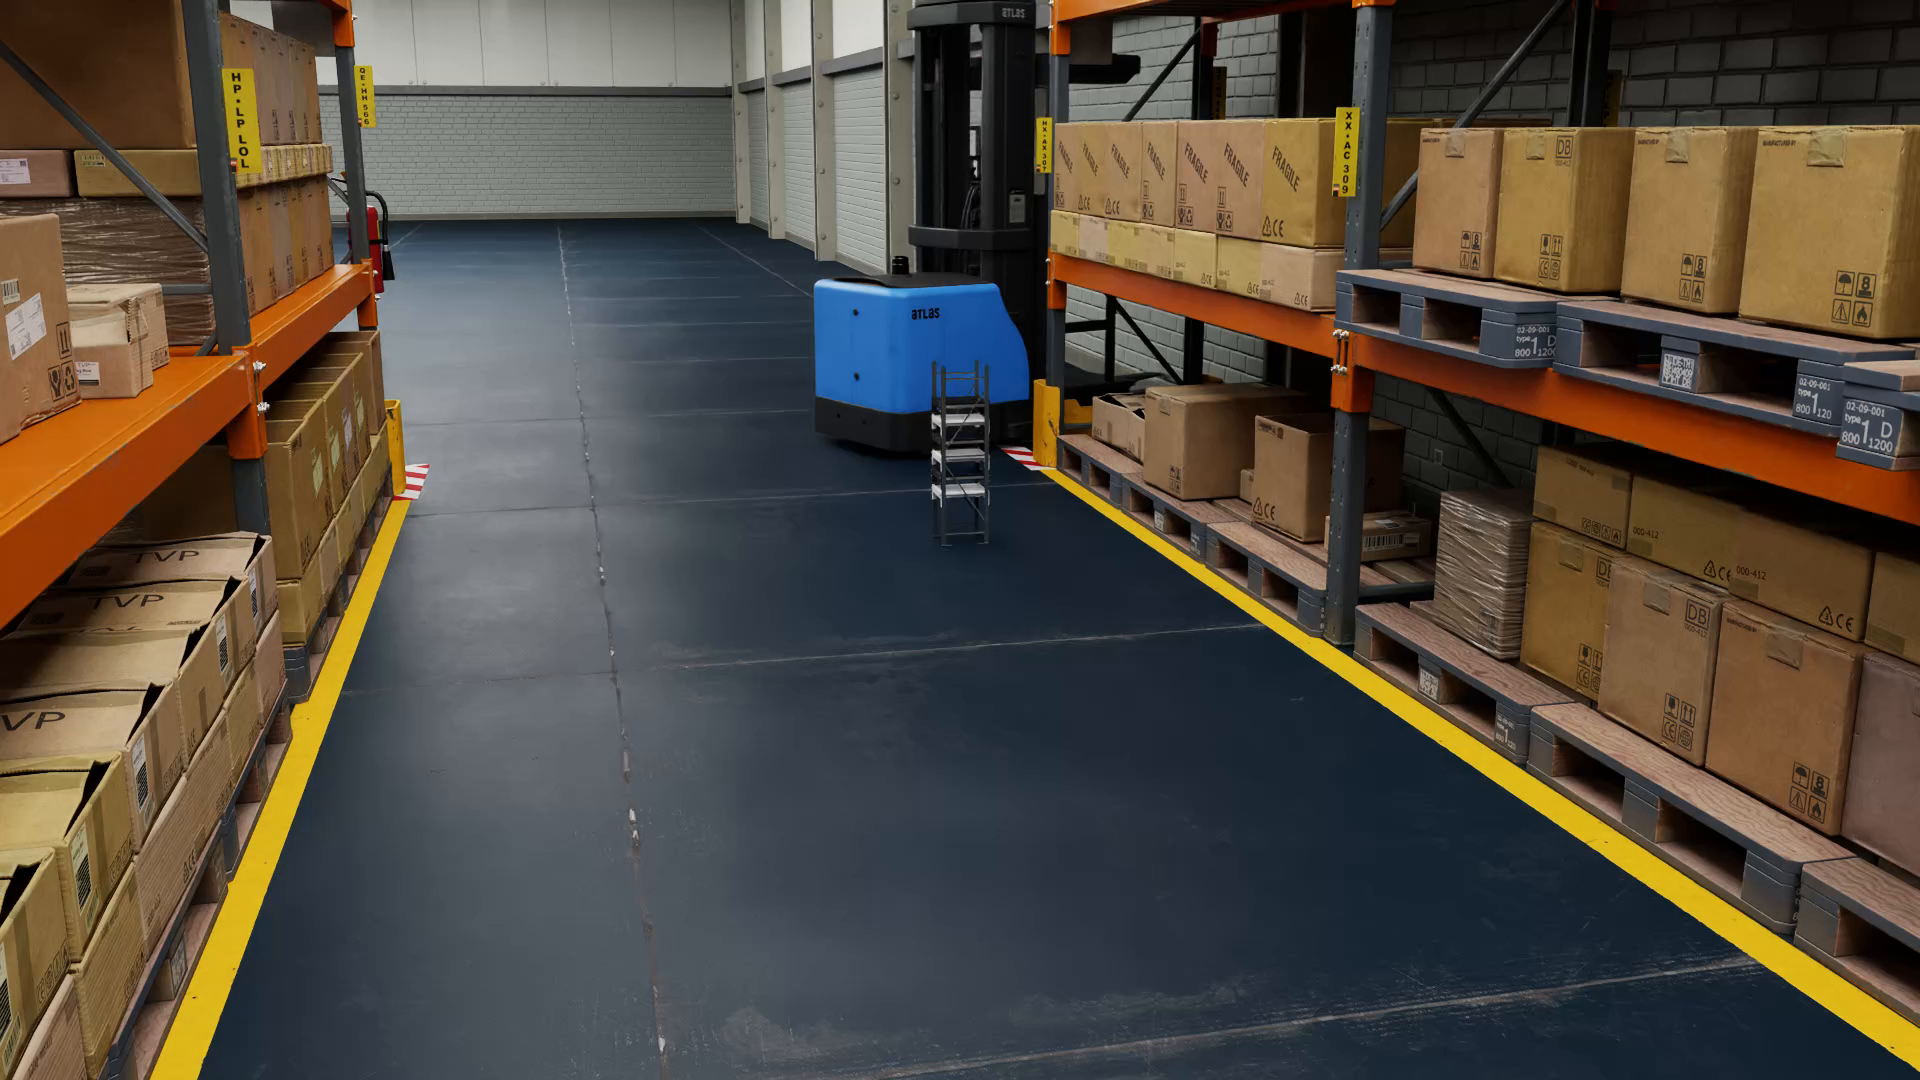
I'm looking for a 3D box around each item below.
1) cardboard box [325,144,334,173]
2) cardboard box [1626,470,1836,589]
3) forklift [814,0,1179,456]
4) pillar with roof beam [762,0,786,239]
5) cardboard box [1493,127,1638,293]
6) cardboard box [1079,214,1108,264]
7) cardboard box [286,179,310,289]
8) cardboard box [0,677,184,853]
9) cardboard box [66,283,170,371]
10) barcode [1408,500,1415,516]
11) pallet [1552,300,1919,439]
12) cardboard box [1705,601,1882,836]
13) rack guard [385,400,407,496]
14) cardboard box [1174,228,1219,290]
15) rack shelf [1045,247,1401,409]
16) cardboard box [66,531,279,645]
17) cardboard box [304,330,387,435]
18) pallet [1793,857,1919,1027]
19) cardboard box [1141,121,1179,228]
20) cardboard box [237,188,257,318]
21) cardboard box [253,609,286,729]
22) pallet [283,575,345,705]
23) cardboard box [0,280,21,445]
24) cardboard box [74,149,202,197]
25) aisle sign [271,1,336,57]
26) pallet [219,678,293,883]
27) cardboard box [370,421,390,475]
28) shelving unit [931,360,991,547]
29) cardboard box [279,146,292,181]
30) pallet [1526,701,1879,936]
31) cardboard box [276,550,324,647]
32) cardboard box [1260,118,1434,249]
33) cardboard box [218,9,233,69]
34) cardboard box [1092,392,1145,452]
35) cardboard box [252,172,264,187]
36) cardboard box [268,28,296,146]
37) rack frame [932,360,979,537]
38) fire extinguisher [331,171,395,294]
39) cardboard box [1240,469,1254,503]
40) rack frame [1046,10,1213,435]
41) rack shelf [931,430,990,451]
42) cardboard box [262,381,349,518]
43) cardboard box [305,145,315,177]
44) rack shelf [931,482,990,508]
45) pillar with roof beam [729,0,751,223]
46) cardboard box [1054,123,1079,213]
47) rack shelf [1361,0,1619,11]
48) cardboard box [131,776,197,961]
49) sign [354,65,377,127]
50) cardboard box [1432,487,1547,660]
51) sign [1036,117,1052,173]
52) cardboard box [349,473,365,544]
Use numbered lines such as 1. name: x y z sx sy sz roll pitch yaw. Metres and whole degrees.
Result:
1. cardboard box: -3.501 -1.999 8.713 0.380 0.149 0.250 -4 14 -14
2. cardboard box: 2.399 -0.041 5.035 0.500 0.250 0.500 -4 14 -15
3. forklift: 0.509 -2.209 11.295 3.031 2.935 1.130 -10 17 -36
4. pillar with roof beam: -7.778 -10.088 30.757 9.100 9.000 0.400 -3 14 -13
5. cardboard box: 2.188 -1.081 5.394 0.700 0.500 0.500 -2 14 -7
6. cardboard box: 0.980 -1.678 9.248 0.500 0.250 0.500 -4 14 -15
7. cardboard box: -3.440 -1.418 7.699 0.700 0.500 0.500 -3 14 -13
8. cardboard box: -2.105 0.497 3.798 0.500 0.311 0.500 -3 14 -14
9. cardboard box: -2.678 -0.606 4.905 0.500 0.250 0.500 -2 14 -10
10. barcode: 2.070 -0.144 7.625 0.001 0.075 0.075 -3 14 -13
11. pallet: 2.413 -0.506 4.581 1.003 0.211 1.213 -3 14 -13
12. cardboard box: 2.545 0.454 4.587 0.700 0.500 0.500 -3 14 -13
13. rack guard: -3.782 -0.504 9.438 1.175 0.500 0.348 -3 14 -13
14. cardboard box: 1.330 -1.327 7.813 0.500 0.250 0.500 -3 14 -13
15. rack shelf: 1.508 -1.179 8.450 1.077 0.370 4.000 -3 14 -13
16. cardboard box: -2.463 0.146 5.235 0.500 0.311 0.500 -3 14 -13
17. cardboard box: -3.361 -0.839 8.868 0.500 0.500 0.500 -3 14 -13
18. pallet: 2.735 1.030 3.768 1.003 0.211 1.213 -3 14 -13
19. cardboard box: 1.213 -1.812 8.217 0.500 0.500 0.500 -3 14 -11
20. cardboard box: -3.077 -1.062 6.244 0.700 0.500 0.500 -3 14 -14
21. cardboard box: -2.457 0.421 5.293 0.500 0.250 0.500 -3 14 -14
22. pallet: -2.983 0.378 6.434 1.003 0.211 1.213 -3 14 -13
23. cardboard box: -2.431 -0.424 3.631 0.500 0.500 0.500 -3 14 -13
24. cardboard box: -2.711 -1.227 5.551 0.380 0.149 0.250 -3 14 -13
25. aisle sign: -3.506 -3.008 8.940 0.394 0.787 0.004 -3 14 -13
26. pallet: -2.626 0.732 4.986 1.003 0.211 1.213 -3 14 -13
27. cardboard box: -3.363 -0.474 8.957 0.500 0.250 0.500 -3 14 -13
28. shelving unit: 0.002 -0.435 8.313 0.258 0.900 0.210 -3 14 -13
29. cardboard box: -3.135 -1.642 7.249 0.380 0.149 0.250 -3 14 -14
30. pallet: 2.452 0.749 4.918 1.003 0.211 1.213 -3 14 -13
31. cardboard box: -2.651 0.217 6.126 0.500 0.250 0.500 -3 14 -13
32. cardboard box: 1.566 -1.460 6.778 0.500 0.500 0.500 -3 14 -13
33. cardboard box: -3.067 -1.688 6.071 0.700 0.500 0.500 -3 14 -13
34. cardboard box: 1.113 -0.733 9.846 0.500 0.311 0.500 -5 15 -20
35. cardboard box: -2.952 -1.463 6.516 0.380 0.149 0.250 -4 14 -15
36. cardboard box: -3.418 -2.034 7.488 0.700 0.500 0.500 -3 14 -13
37. rack frame: -0.022 -0.459 8.409 0.240 0.900 0.006 -3 14 -13
38. fire extinguisher: -3.352 -1.729 9.346 0.296 0.674 0.183 -3 14 -13
39. cardboard box: 1.622 -0.266 8.277 0.380 0.149 0.250 -4 14 -18
40. rack frame: 1.038 -1.990 10.253 1.000 3.000 0.127 -3 14 -13
41. rack shelf: 0.002 -0.490 8.299 0.258 0.077 0.200 -3 14 -13
42. cardboard box: -2.876 -0.378 6.983 0.500 0.500 0.500 -3 14 -13
43. cardboard box: -3.321 -1.822 7.987 0.380 0.149 0.250 -3 14 -12
44. rack shelf: 0.002 -0.228 8.363 0.258 0.077 0.200 -3 14 -13
45. pillar with roof beam: -9.187 -11.472 36.423 9.100 9.000 0.400 -3 14 -13
46. cardboard box: 0.858 -2.164 9.660 0.500 0.500 0.500 -3 14 -13
47. rack shelf: 2.448 -1.714 4.317 1.077 0.370 4.000 -3 14 -13
48. cardboard box: -2.102 0.773 3.851 0.500 0.250 0.500 -3 14 -12
49. sign: -3.245 -2.418 9.064 0.100 0.325 0.005 -3 14 -13
50. cardboard box: 2.167 0.102 6.029 0.700 0.500 0.500 -3 14 -11
51. sign: 0.511 -2.380 10.026 0.100 0.325 0.005 -3 14 -13
52. cardboard box: -2.999 -0.129 7.543 0.500 0.250 0.500 -3 14 -13
